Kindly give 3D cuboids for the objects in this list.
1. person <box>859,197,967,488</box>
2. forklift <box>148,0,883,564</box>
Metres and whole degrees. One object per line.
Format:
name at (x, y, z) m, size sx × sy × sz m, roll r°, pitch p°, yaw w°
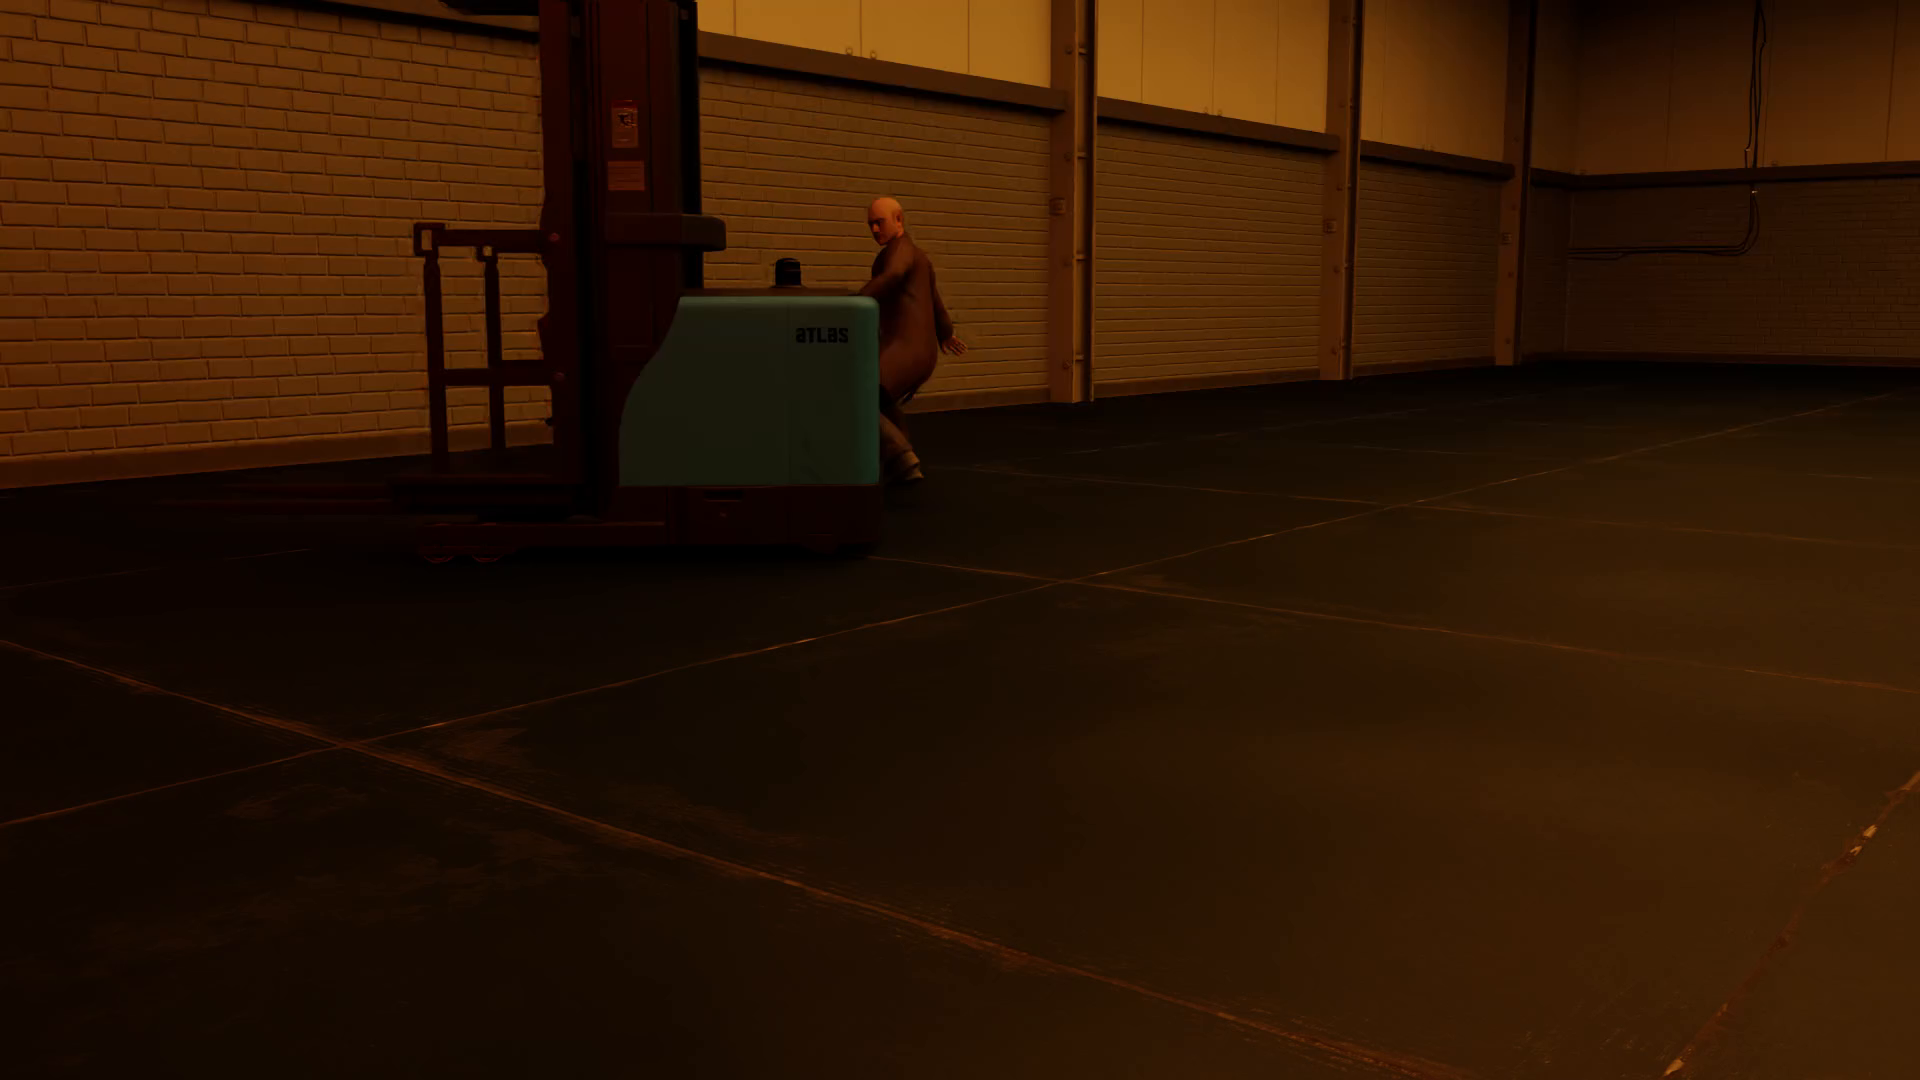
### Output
person at (-0.312, -1.032, 9.172) m, size 0.567 × 1.682 × 1.222 m, roll 3°, pitch 9°, yaw 17°
forklift at (-1.856, -1.433, 7.074) m, size 3.031 × 2.935 × 1.130 m, roll 0°, pitch 8°, yaw -2°
